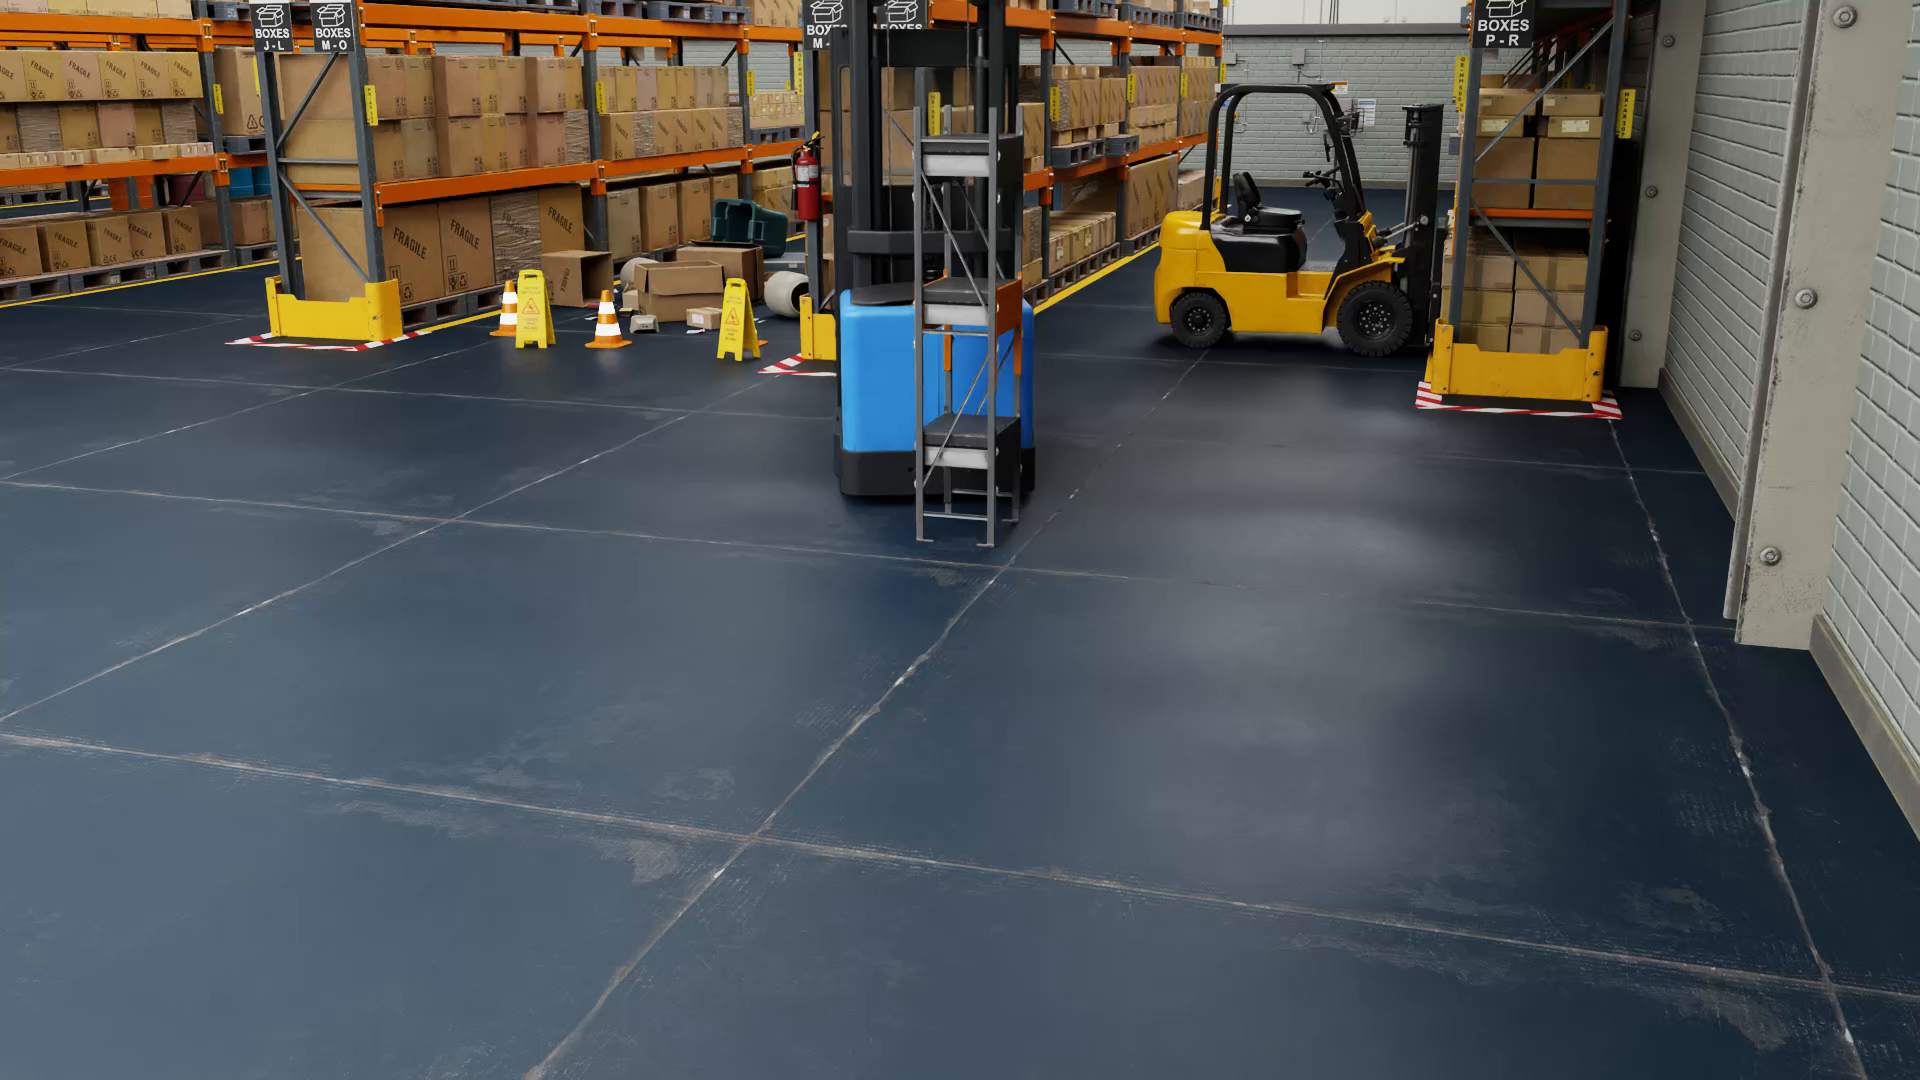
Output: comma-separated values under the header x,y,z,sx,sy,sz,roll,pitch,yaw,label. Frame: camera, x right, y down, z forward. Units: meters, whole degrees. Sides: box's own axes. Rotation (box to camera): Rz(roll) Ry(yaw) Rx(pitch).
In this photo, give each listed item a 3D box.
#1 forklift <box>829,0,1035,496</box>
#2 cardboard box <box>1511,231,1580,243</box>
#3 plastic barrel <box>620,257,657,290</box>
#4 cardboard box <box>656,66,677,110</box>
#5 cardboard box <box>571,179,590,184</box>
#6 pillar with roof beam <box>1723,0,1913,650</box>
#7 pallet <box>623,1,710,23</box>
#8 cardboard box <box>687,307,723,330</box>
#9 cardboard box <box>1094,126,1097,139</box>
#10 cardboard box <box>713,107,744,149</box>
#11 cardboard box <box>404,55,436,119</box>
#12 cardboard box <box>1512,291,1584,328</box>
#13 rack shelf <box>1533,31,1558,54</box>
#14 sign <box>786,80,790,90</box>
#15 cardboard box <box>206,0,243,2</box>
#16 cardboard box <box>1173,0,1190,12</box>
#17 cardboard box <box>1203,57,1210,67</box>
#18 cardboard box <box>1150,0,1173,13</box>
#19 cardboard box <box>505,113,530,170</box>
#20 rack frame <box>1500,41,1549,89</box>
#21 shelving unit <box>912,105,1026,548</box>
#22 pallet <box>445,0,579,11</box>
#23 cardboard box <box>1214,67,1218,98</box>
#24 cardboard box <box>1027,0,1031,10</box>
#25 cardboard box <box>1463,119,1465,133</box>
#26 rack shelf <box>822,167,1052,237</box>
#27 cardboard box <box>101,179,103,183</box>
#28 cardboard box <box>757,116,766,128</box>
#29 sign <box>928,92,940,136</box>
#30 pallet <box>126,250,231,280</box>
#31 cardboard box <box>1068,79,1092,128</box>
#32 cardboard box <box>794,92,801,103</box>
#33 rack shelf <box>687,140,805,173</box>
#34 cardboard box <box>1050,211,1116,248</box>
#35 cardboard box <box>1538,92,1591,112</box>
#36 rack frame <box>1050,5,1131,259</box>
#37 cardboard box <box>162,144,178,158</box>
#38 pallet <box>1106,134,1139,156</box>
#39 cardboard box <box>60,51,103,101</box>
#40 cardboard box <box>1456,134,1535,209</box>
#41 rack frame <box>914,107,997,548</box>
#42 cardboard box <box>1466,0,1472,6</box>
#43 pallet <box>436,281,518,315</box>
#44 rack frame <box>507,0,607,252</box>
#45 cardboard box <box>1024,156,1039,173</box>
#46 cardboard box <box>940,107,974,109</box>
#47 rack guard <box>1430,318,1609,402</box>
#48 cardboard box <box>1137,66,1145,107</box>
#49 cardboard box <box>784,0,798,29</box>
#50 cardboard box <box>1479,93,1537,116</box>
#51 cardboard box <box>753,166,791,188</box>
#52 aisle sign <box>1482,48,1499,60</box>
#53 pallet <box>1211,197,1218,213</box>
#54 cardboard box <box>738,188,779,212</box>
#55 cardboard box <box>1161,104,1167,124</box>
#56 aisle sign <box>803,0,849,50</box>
x,y,z,sx,sy,sz,roll,pitch,yaw,label
-0.222,-1.997,10.000,1.130,2.935,3.031,-1,16,-4,forklift
4.797,-2.381,13.664,0.500,0.250,0.500,4,16,15,cardboard box
-3.214,-2.648,16.889,0.421,0.421,0.512,-10,19,-32,plastic barrel
-3.793,-5.361,19.719,0.700,0.500,0.500,4,16,15,cardboard box
-6.551,-6.153,27.651,0.875,0.875,0.875,5,16,16,cardboard box
-0.735,-4.278,6.920,9.100,9.000,0.400,5,16,16,pillar with roof beam
-3.672,-6.236,19.669,1.003,0.211,1.213,5,17,18,pallet
-2.288,-2.027,15.203,0.250,0.149,0.380,-15,21,-41,cardboard box
1.317,-4.558,18.592,0.380,0.149,0.250,4,16,14,cardboard box
-3.096,-5.259,21.190,0.500,0.500,0.500,5,16,16,cardboard box
-5.288,-4.093,15.010,0.875,0.550,0.550,5,16,16,cardboard box
4.369,-1.742,12.327,0.500,0.250,0.500,5,17,17,cardboard box
6.878,-6.228,20.613,1.077,0.370,4.000,5,16,16,rack shelf
-2.611,-6.853,25.406,0.100,0.325,0.005,5,16,16,sign
-8.860,-6.524,19.378,0.797,0.503,0.637,4,16,13,cardboard box
3.055,-7.918,24.114,0.500,0.500,0.500,5,17,17,cardboard box
3.760,-7.612,26.465,0.380,0.149,0.250,5,17,17,cardboard box
2.637,-7.394,22.798,0.500,0.311,0.500,5,16,16,cardboard box
-4.856,-4.000,16.660,0.875,0.550,0.550,5,16,16,cardboard box
7.446,-5.655,22.769,1.000,3.000,0.127,5,16,16,rack frame
0.047,-1.053,8.196,0.431,2.100,0.503,5,16,16,shelving unit
-4.604,-5.490,16.854,1.003,0.211,1.213,5,16,16,pallet
3.914,-7.470,27.152,0.500,0.500,0.500,5,17,18,cardboard box
0.459,-5.102,15.785,0.380,0.149,0.250,5,17,17,cardboard box
3.910,-3.057,12.238,0.380,0.149,0.250,5,17,17,cardboard box
-0.156,-3.076,14.997,1.077,0.370,4.000,5,16,16,rack shelf
-16.209,-6.862,31.145,0.500,0.311,0.500,5,16,16,cardboard box
-2.828,-5.602,22.275,0.380,0.149,0.250,5,17,19,cardboard box
-0.204,-3.274,12.787,0.100,0.325,0.005,5,16,16,sign
-9.246,-3.194,19.204,1.003,0.211,1.213,5,16,16,pallet
1.116,-4.699,17.900,0.500,0.500,0.500,5,16,16,cardboard box
-2.462,-6.232,23.404,0.380,0.149,0.250,4,16,15,cardboard box
-2.657,-5.527,23.636,1.077,0.370,4.000,5,16,16,rack shelf
1.379,-3.783,20.216,0.950,0.372,0.625,3,16,12,cardboard box
4.640,-3.360,12.762,0.380,0.149,0.250,5,17,18,cardboard box
1.549,-4.992,20.433,1.000,3.000,0.127,5,16,16,rack frame
-9.077,-4.389,18.766,0.380,0.149,0.250,5,16,16,cardboard box
1.449,-4.705,19.773,1.213,0.211,1.003,5,16,16,pallet
-9.382,-4.855,17.389,0.500,0.500,0.500,5,16,16,cardboard box
3.924,-2.712,12.212,0.500,0.500,0.500,4,16,15,cardboard box
-0.022,-0.990,7.970,0.400,2.100,0.015,5,16,16,rack frame
6.873,-7.115,21.927,0.380,0.149,0.250,5,17,16,cardboard box
-4.998,-2.448,16.575,1.003,0.211,1.213,5,16,16,pallet
-4.362,-4.303,18.003,1.000,3.000,0.127,5,16,16,rack frame
0.549,-3.651,16.166,0.380,0.149,0.250,5,17,17,cardboard box
-0.036,-3.462,14.310,0.500,0.500,0.500,4,16,15,cardboard box
4.029,-1.306,12.019,1.175,0.500,0.348,5,16,16,rack guard
2.056,-5.762,21.131,0.500,0.500,0.500,5,16,16,cardboard box
-2.535,-7.232,22.650,0.500,0.500,0.500,5,16,16,cardboard box
3.936,-3.129,11.945,0.380,0.149,0.250,5,16,16,cardboard box
-2.653,-5.004,22.912,0.500,0.250,0.500,4,16,15,cardboard box
8.321,-7.993,26.247,0.394,0.787,0.004,5,16,16,aisle sign
3.671,-5.528,27.433,1.003,0.211,1.213,5,16,16,pallet
-2.780,-4.514,22.559,0.500,0.500,0.500,4,16,14,cardboard box
2.518,-5.805,22.659,0.500,0.250,0.500,5,17,17,cardboard box
-1.020,-4.156,12.721,0.394,0.787,0.004,5,16,16,aisle sign
